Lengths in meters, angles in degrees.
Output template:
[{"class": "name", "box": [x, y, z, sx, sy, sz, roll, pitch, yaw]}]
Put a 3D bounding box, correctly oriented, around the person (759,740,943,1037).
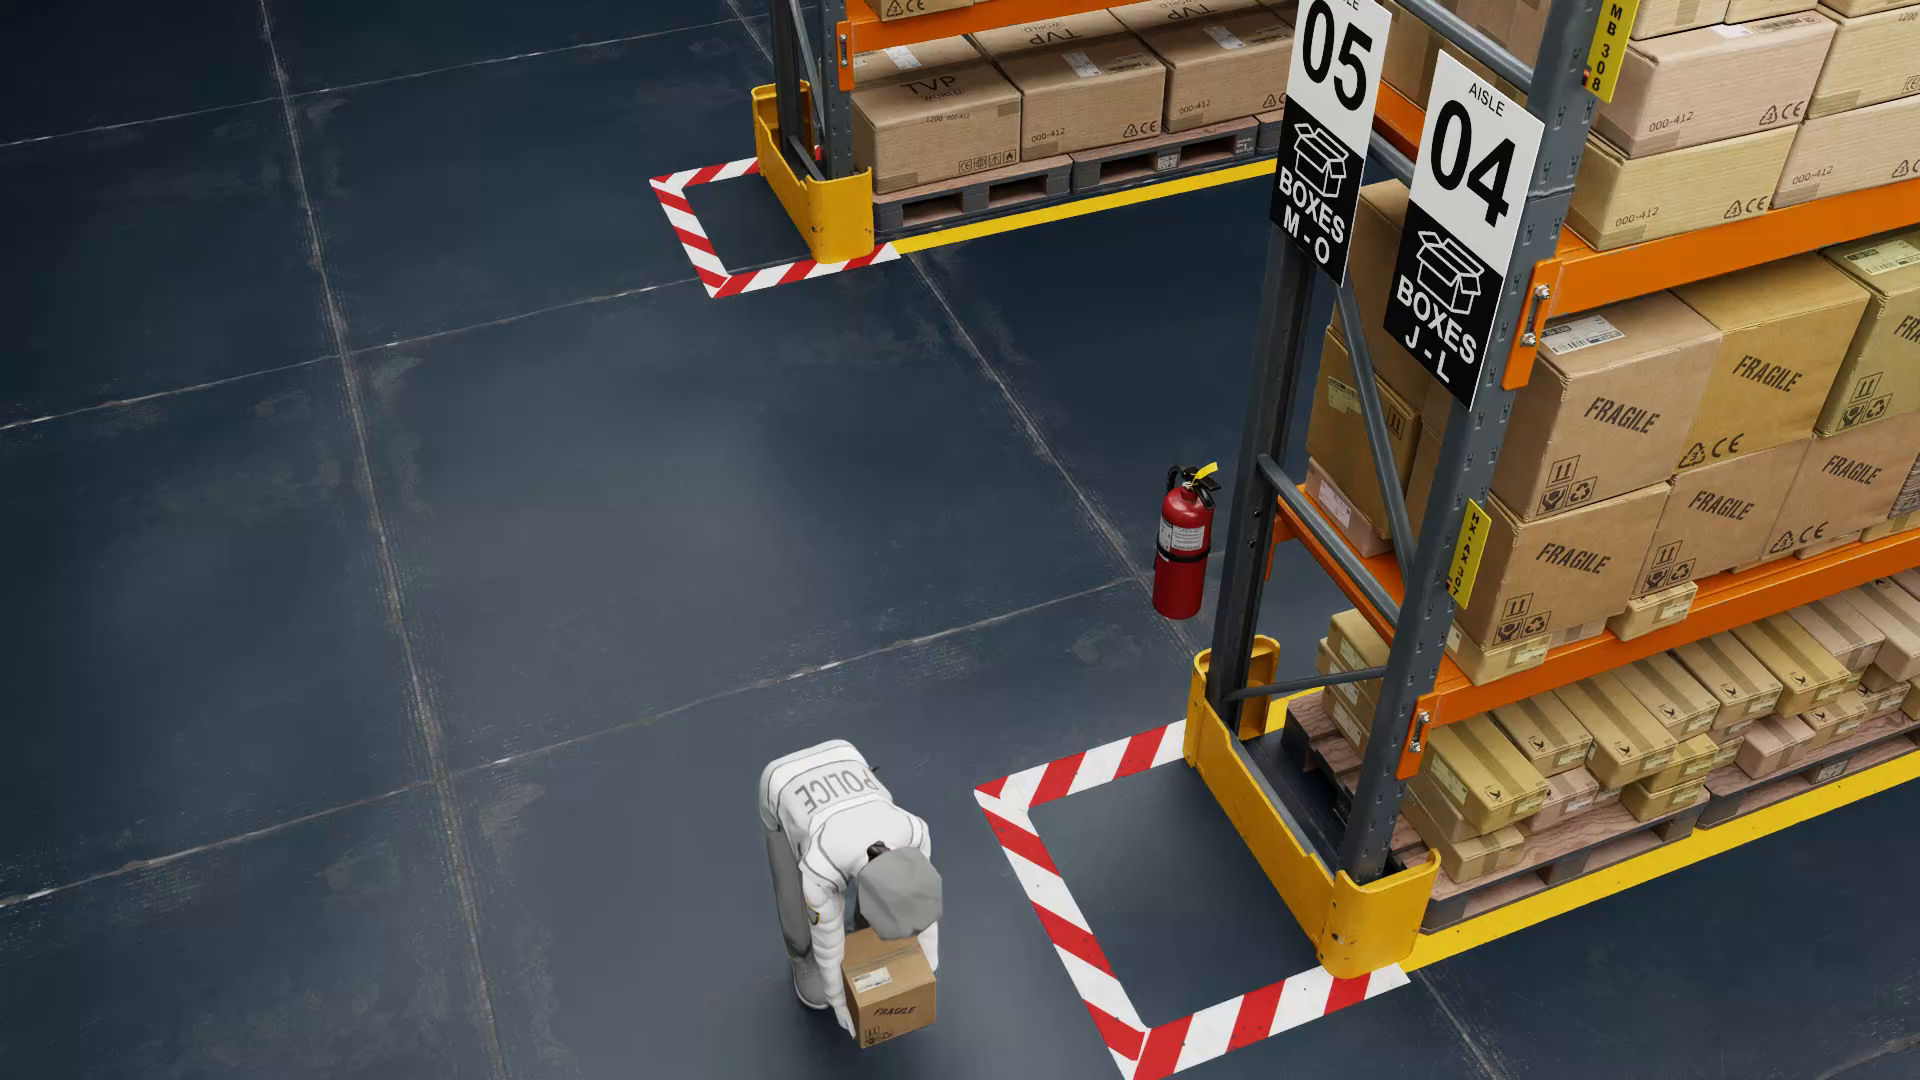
[{"class": "person", "box": [-0.325, 1.156, 5.231, 0.433, 1.192, 0.908, -17, 45, -18]}]
